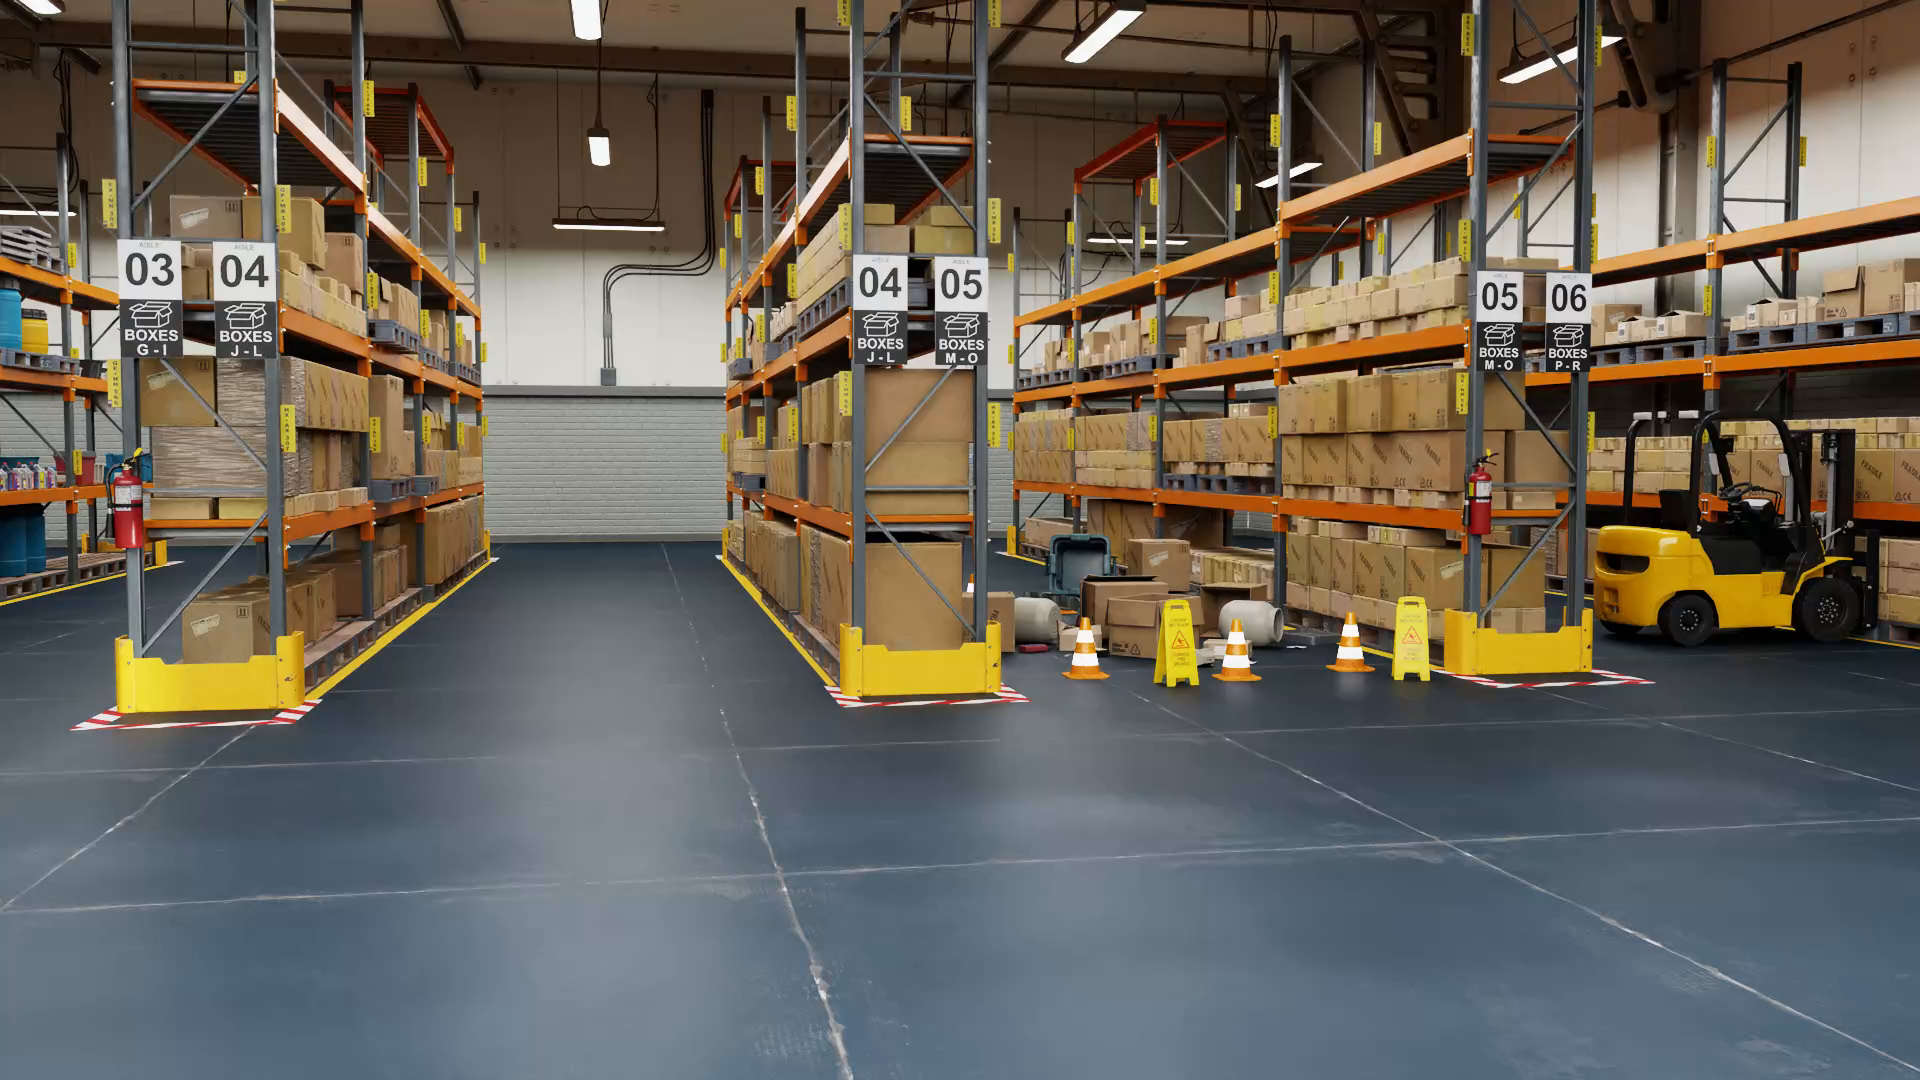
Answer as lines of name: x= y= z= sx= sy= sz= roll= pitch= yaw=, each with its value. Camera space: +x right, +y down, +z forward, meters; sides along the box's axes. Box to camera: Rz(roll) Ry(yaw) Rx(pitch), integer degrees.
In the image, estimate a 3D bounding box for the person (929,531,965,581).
person: x=-0.182 y=-0.116 z=19.053 sx=0.499 sy=1.661 sz=0.554 roll=-1 pitch=3 yaw=-12
